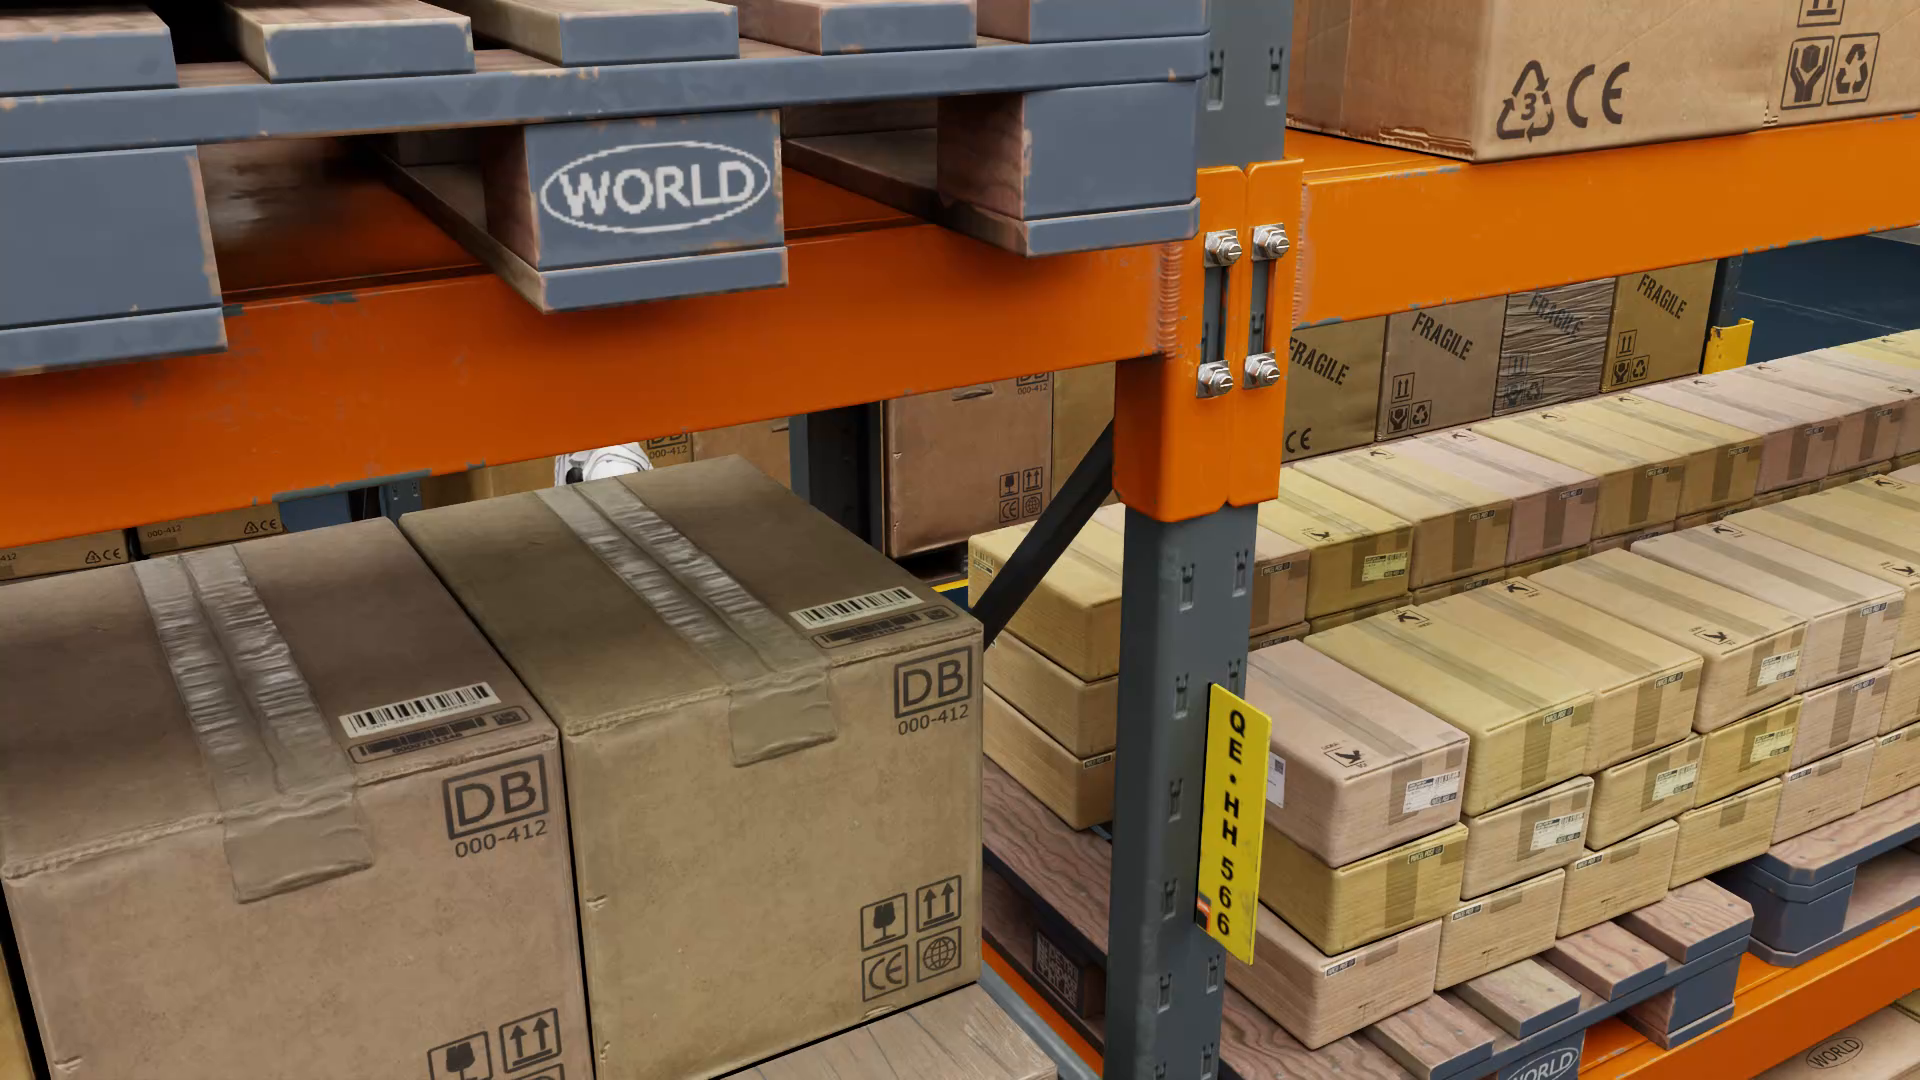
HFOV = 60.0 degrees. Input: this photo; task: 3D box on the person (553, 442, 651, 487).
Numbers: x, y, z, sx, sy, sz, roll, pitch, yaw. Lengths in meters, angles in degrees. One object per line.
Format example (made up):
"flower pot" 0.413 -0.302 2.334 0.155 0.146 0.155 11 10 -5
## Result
"person" -1.194 0.198 5.591 0.392 1.663 0.528 -14 26 -30
